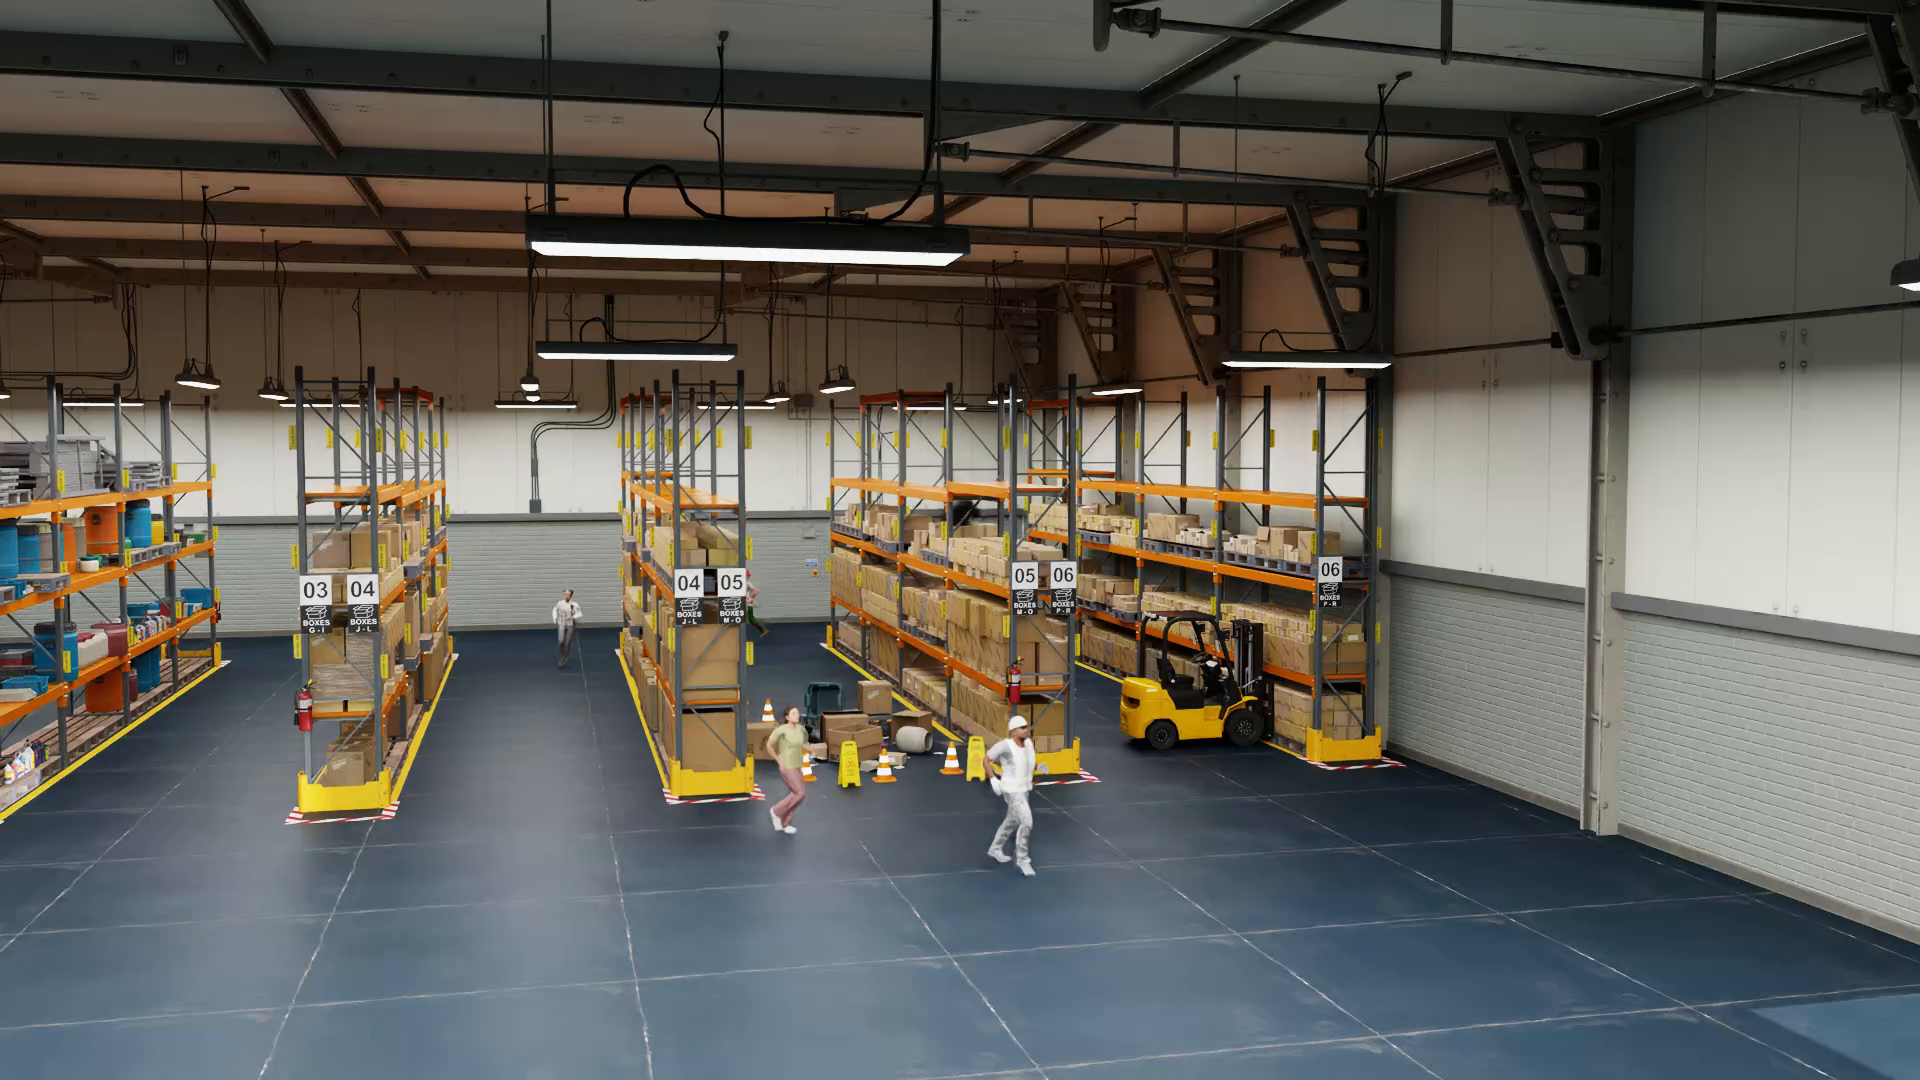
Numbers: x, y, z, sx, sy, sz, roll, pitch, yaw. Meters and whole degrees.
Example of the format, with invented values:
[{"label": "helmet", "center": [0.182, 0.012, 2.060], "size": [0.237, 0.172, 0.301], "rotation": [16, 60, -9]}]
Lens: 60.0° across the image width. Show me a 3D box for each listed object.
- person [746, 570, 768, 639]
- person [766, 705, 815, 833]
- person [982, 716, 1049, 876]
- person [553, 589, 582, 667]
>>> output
[{"label": "person", "center": [-5.216, 1.652, 41.104], "size": [0.986, 1.812, 0.672], "rotation": [-1, 3, -10]}, {"label": "person", "center": [-2.119, 2.914, 21.208], "size": [0.538, 1.606, 0.565], "rotation": [2, 4, 32]}, {"label": "person", "center": [0.657, 2.962, 19.405], "size": [0.796, 1.842, 0.661], "rotation": [2, 4, 32]}, {"label": "person", "center": [-8.765, 1.958, 37.144], "size": [0.641, 1.763, 0.616], "rotation": [-1, 3, -9]}]
